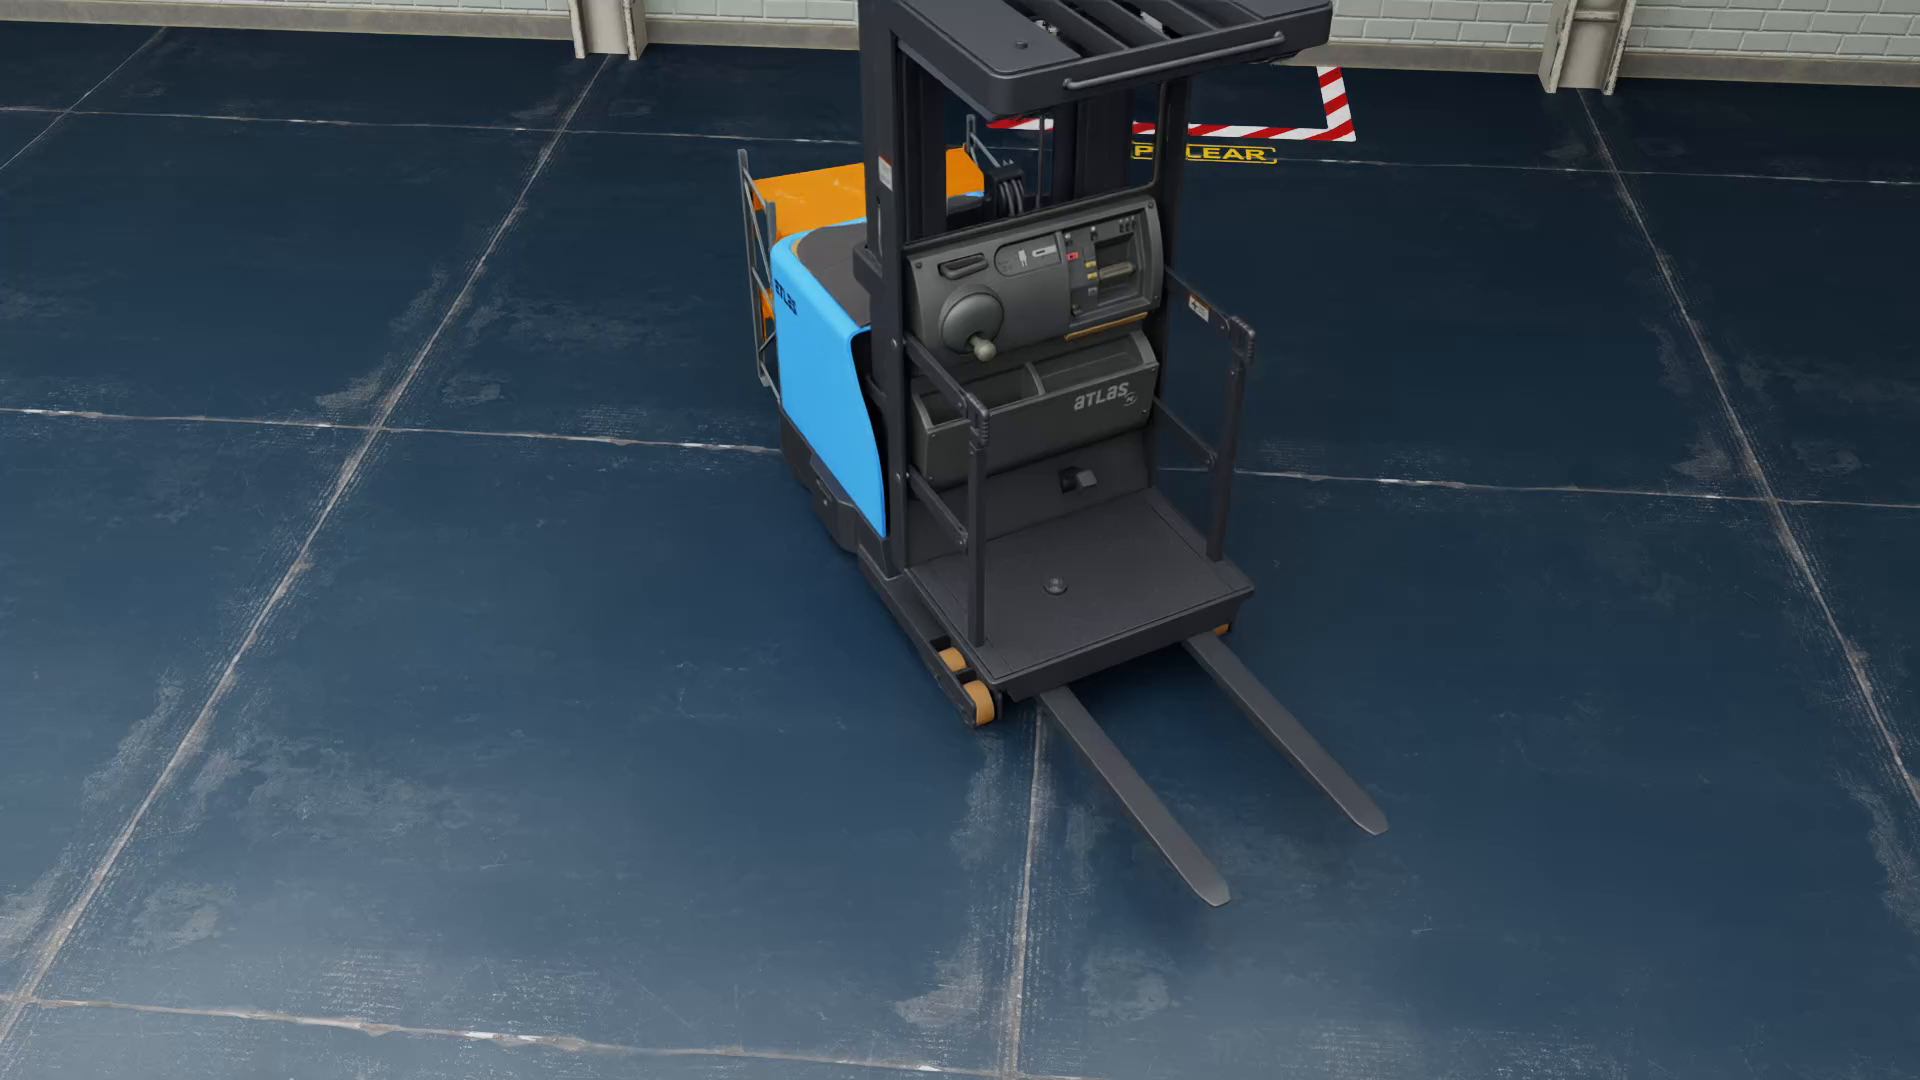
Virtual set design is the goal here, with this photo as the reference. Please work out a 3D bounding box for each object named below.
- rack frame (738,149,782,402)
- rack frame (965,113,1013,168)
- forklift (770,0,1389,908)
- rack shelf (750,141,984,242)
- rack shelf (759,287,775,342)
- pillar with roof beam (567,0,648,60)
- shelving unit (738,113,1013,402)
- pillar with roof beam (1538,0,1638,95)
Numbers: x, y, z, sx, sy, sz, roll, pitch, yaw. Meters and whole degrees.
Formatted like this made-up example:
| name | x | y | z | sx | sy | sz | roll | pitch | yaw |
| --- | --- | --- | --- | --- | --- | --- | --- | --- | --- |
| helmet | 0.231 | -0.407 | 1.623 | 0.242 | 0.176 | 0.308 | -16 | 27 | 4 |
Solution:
| name | x | y | z | sx | sy | sz | roll | pitch | yaw |
| --- | --- | --- | --- | --- | --- | --- | --- | --- | --- |
| rack frame | -0.836 | -1.057 | 7.157 | 0.032 | 1.125 | 0.500 | -13 | 41 | -15 |
| rack frame | 0.121 | -1.275 | 7.425 | 0.032 | 1.125 | 0.500 | -13 | 41 | -15 |
| forklift | 0.369 | -0.797 | 5.407 | 1.130 | 2.935 | 3.031 | -18 | 43 | -21 |
| rack shelf | -0.358 | -1.393 | 7.106 | 1.000 | 0.278 | 0.538 | -13 | 41 | -15 |
| rack shelf | -0.358 | -0.976 | 7.445 | 1.000 | 0.278 | 0.538 | -13 | 41 | -15 |
| pillar with roof beam | -2.583 | -3.908 | 4.423 | 0.400 | 9.000 | 9.100 | 3 | 39 | 4 |
| shelving unit | -0.358 | -1.166 | 7.291 | 1.048 | 1.125 | 0.538 | -13 | 41 | -15 |
| pillar with roof beam | 3.394 | -3.581 | 4.021 | 0.400 | 9.000 | 9.100 | 3 | 39 | 4 |
